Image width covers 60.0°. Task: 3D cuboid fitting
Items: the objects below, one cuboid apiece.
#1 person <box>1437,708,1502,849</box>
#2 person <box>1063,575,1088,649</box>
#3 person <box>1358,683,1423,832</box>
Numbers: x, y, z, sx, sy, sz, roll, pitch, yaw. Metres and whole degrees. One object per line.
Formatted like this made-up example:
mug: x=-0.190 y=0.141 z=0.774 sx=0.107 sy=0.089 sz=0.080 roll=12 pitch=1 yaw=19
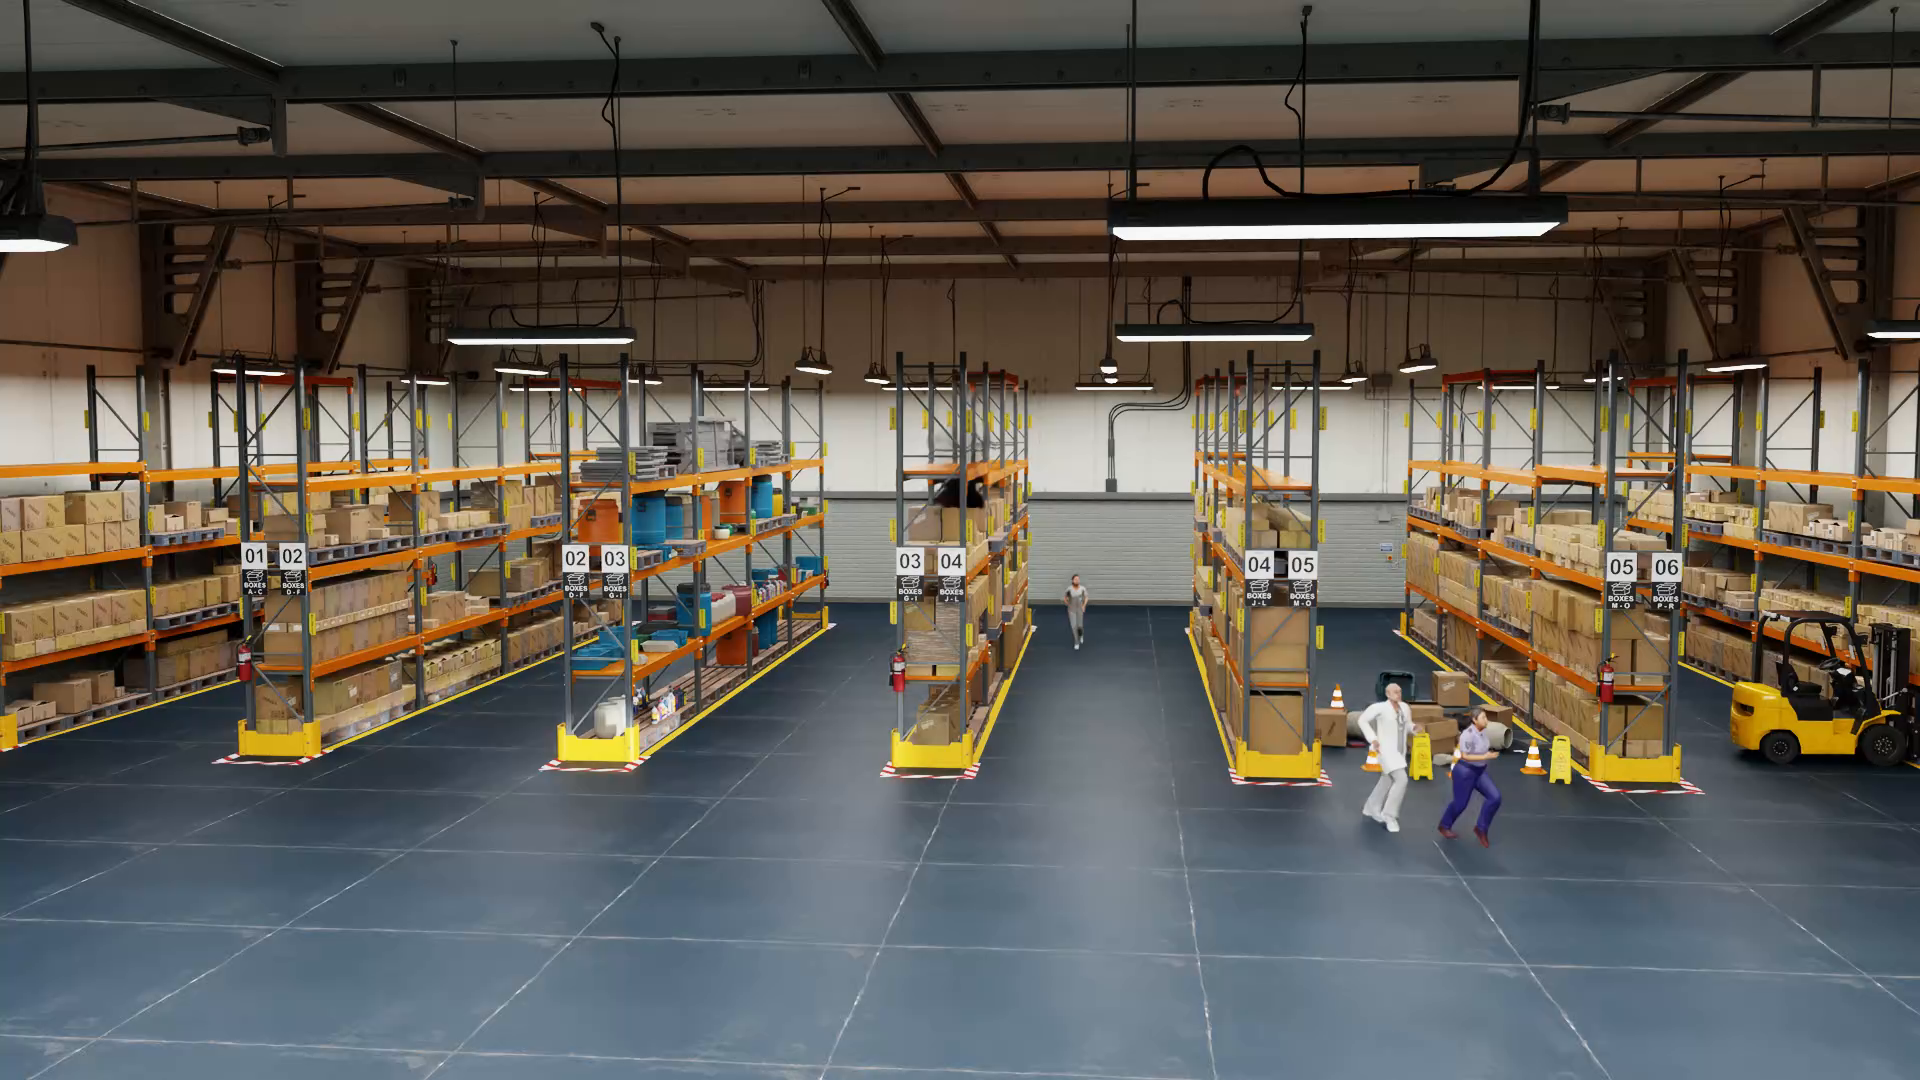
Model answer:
person: x=6.023 y=2.796 z=19.654 sx=0.628 sy=1.667 sz=0.812 roll=-4 pitch=5 yaw=-41
person: x=2.551 y=1.579 z=36.786 sx=0.559 sy=1.642 sz=0.603 roll=0 pitch=4 yaw=1
person: x=5.338 y=2.683 z=20.537 sx=0.666 sy=1.835 sz=0.825 roll=-3 pitch=5 yaw=-37
